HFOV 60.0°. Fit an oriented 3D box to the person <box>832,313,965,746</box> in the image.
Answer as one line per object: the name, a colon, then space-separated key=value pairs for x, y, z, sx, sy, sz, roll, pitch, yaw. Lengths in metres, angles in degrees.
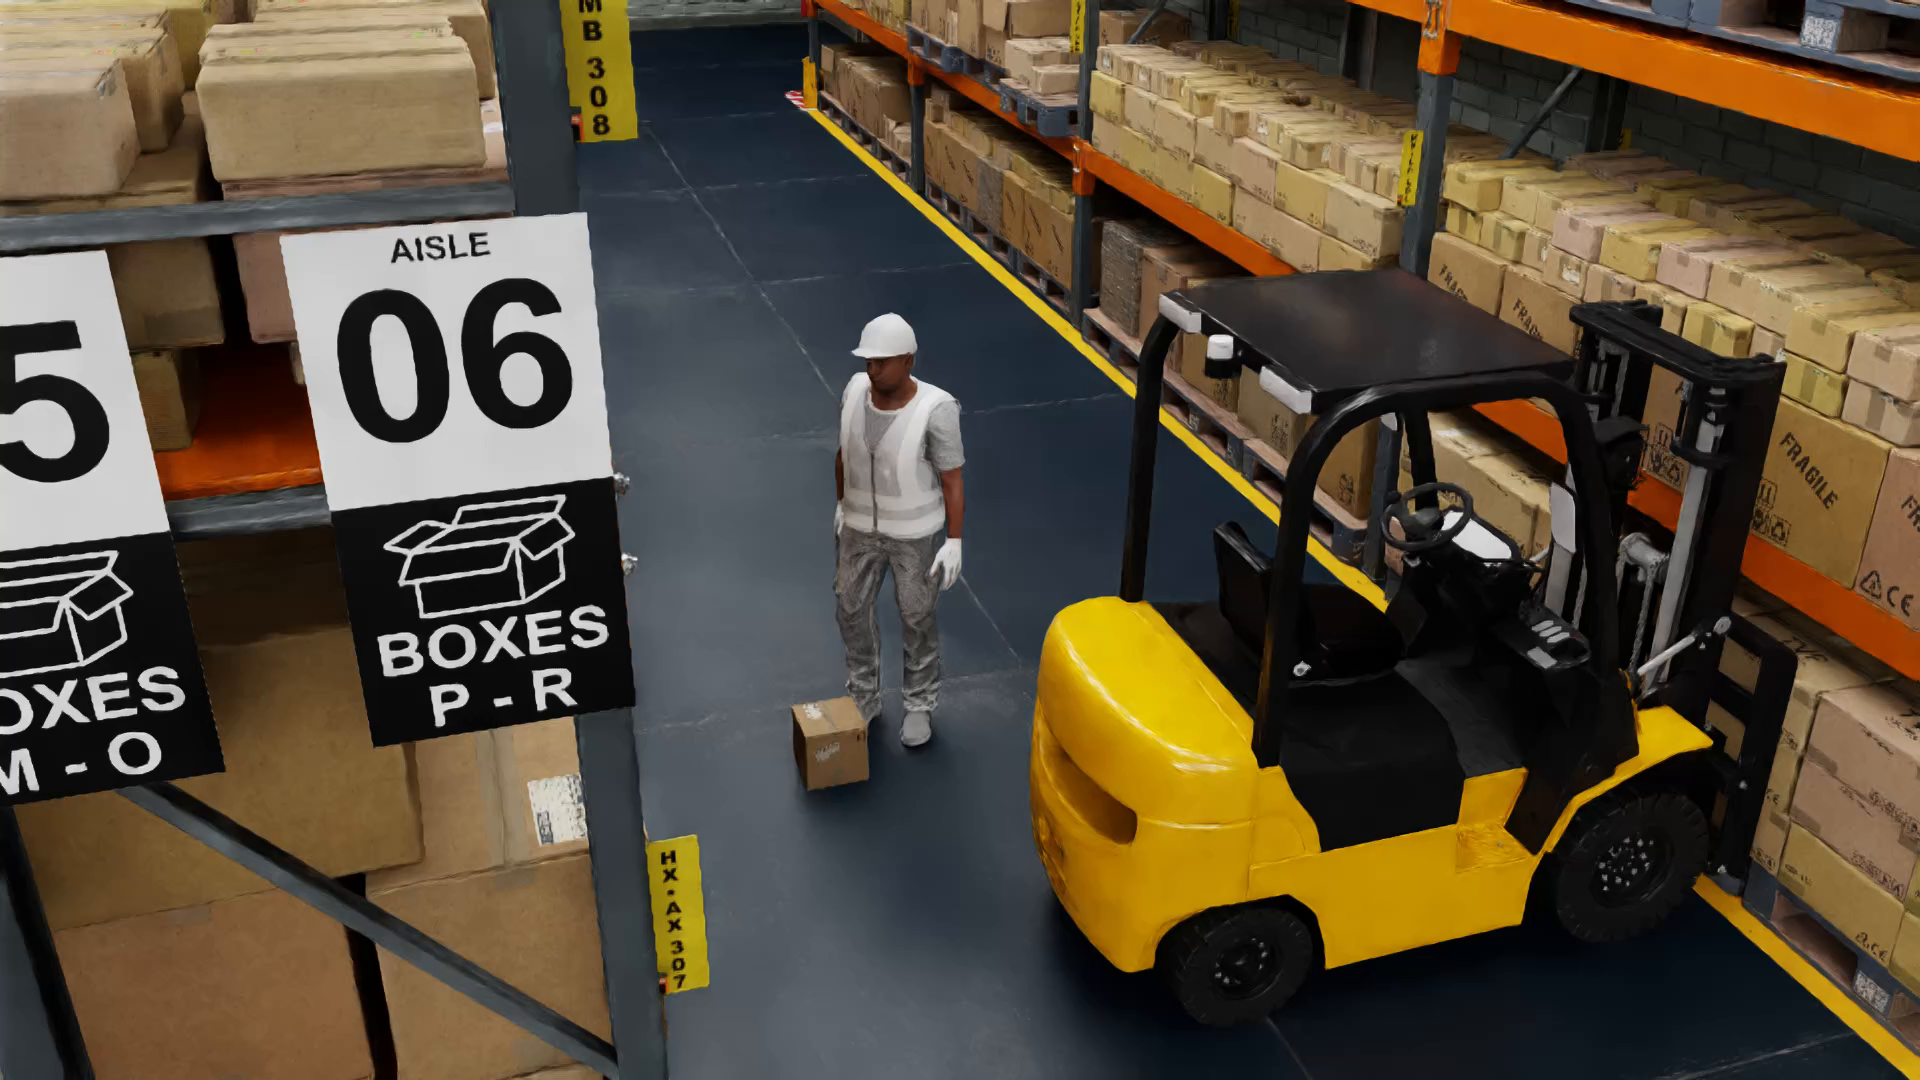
person: x=-0.268 y=-0.010 z=6.635 sx=0.631 sy=1.834 sz=0.453 roll=11 pitch=28 yaw=21
